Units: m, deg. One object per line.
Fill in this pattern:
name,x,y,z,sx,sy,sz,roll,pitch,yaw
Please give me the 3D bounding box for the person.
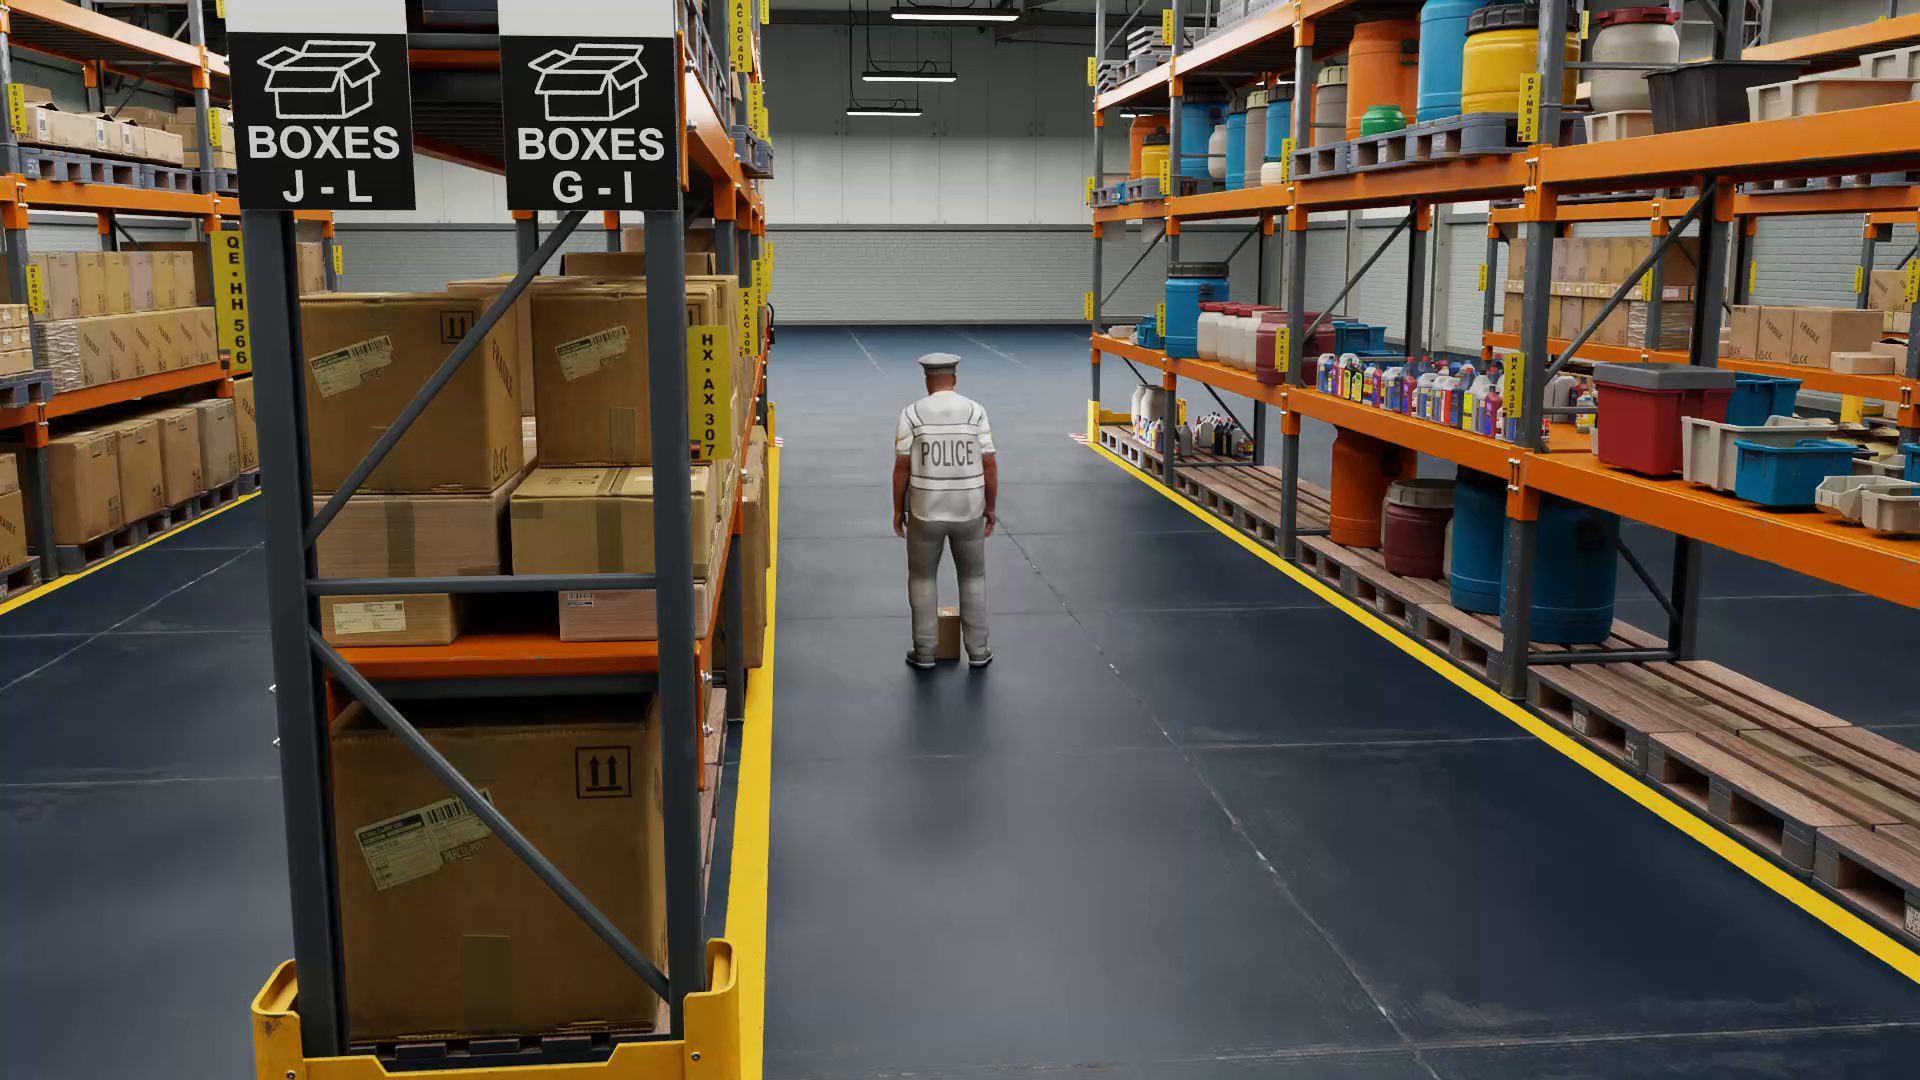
person,-0.081,-0.155,9.265,0.587,1.748,0.441,-1,10,-6
